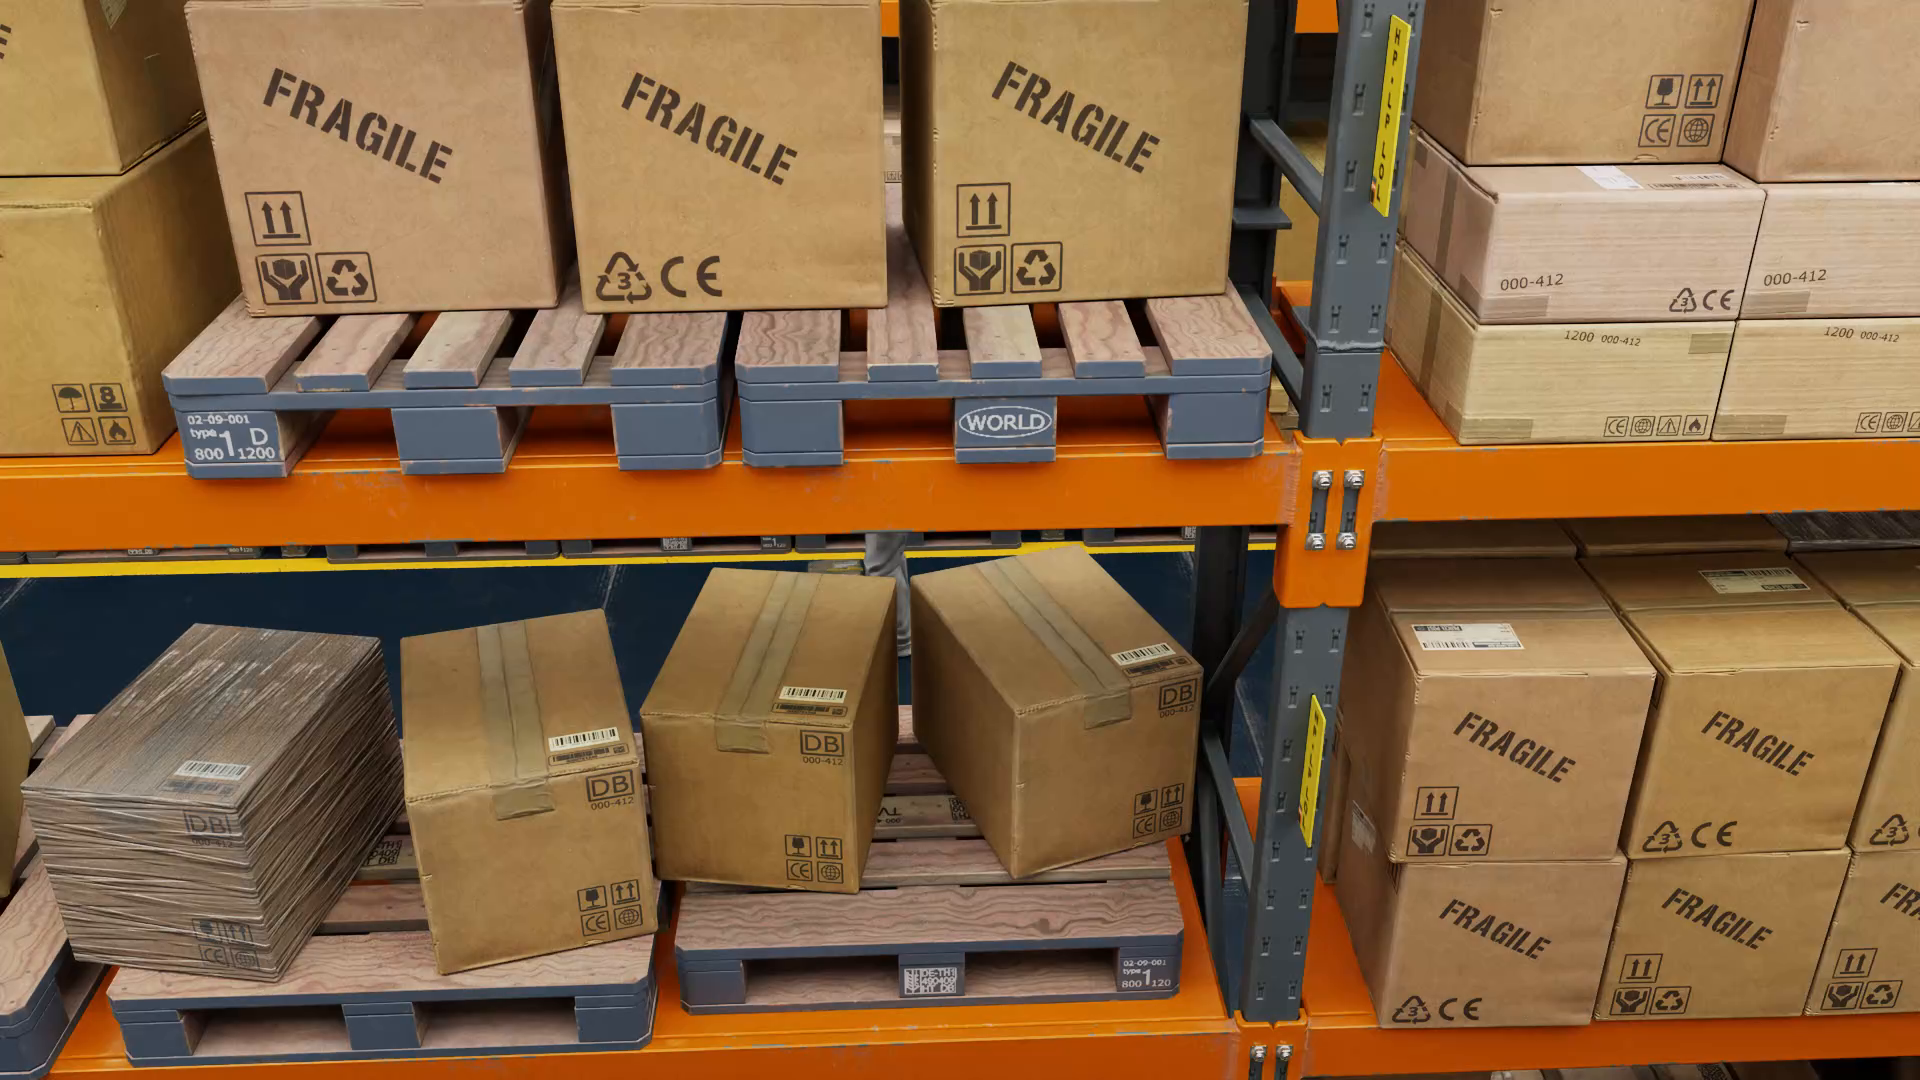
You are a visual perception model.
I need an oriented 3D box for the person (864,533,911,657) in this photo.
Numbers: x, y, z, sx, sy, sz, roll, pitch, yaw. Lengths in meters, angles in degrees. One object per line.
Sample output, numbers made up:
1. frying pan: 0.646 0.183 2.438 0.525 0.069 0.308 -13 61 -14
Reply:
1. person: -0.347 -0.239 7.579 0.362 1.671 0.514 -3 28 -6
